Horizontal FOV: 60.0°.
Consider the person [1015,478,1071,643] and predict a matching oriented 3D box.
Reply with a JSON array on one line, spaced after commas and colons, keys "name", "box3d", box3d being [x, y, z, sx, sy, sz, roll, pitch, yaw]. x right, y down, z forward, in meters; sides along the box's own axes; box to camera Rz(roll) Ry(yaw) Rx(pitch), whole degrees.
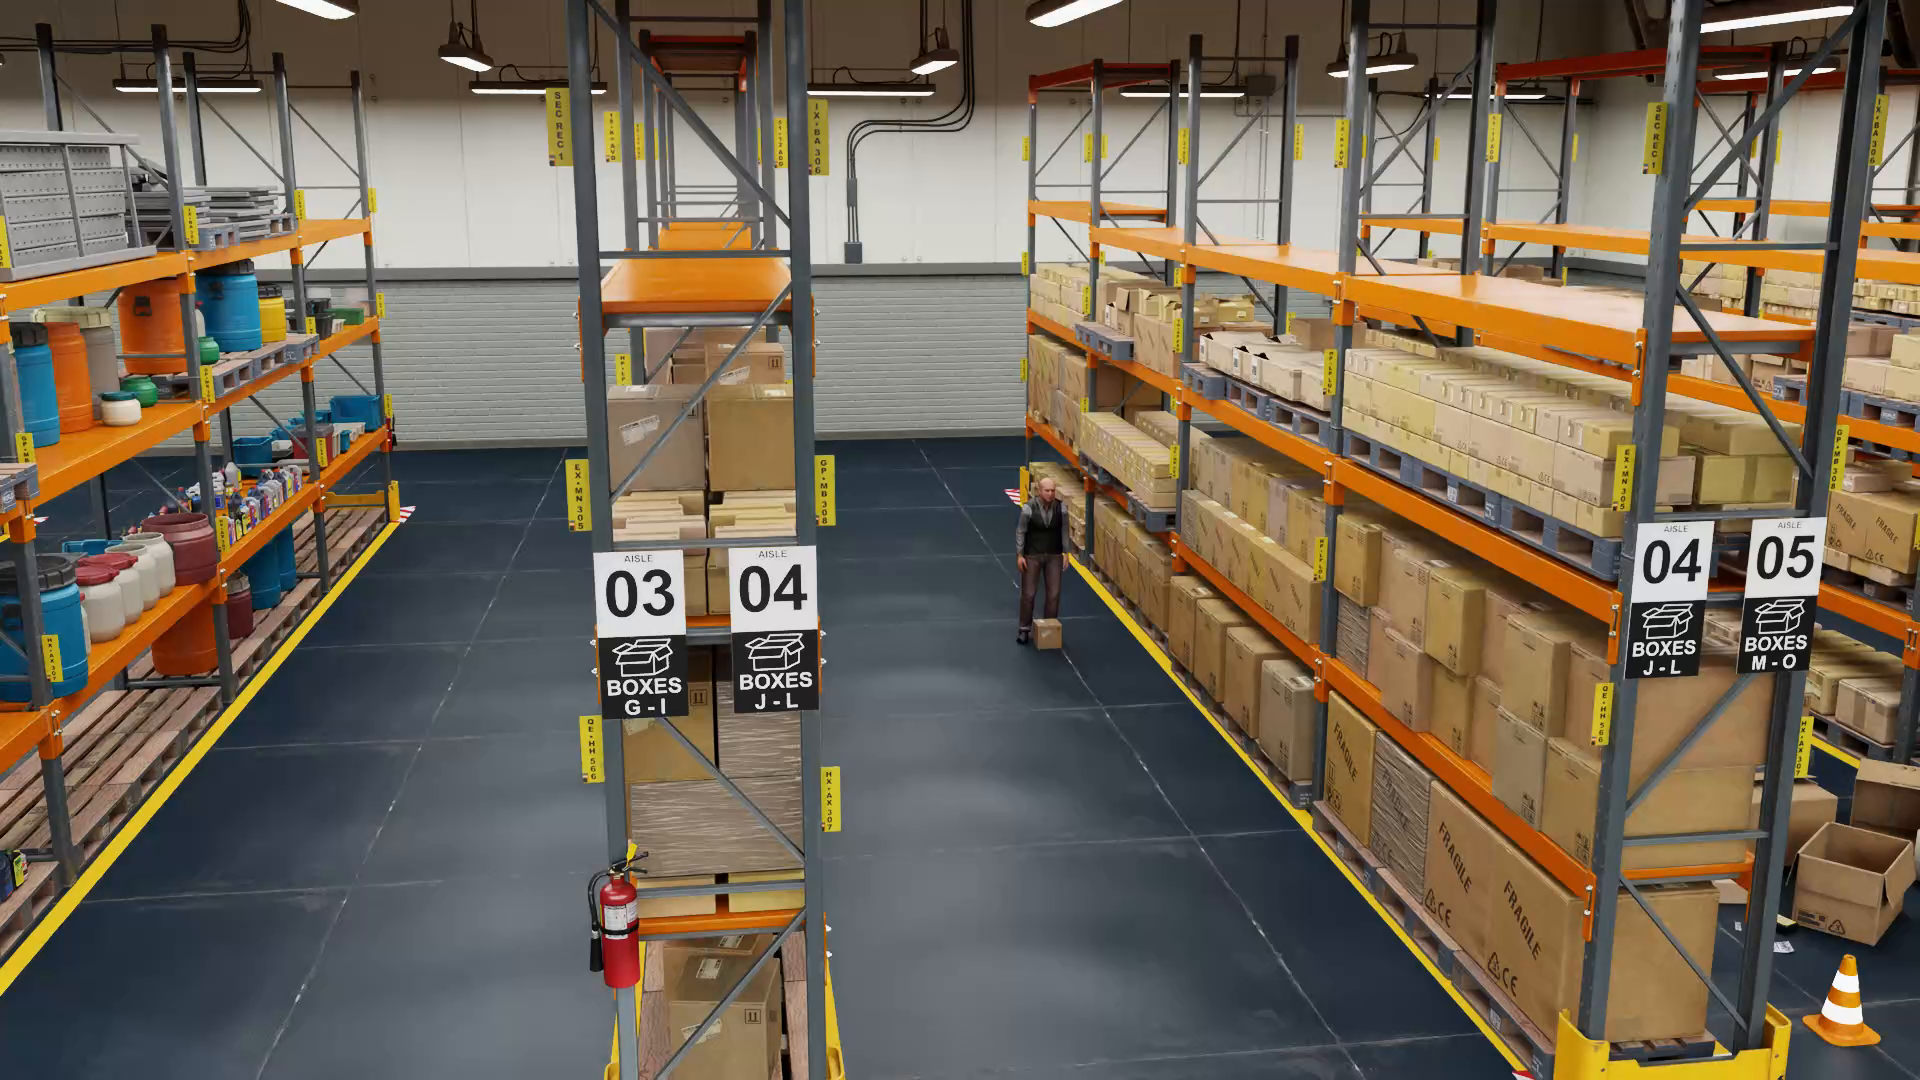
[{"name": "person", "box3d": [0.859, 0.193, 17.204, 0.592, 1.720, 0.474, -3, 13, -12]}]
